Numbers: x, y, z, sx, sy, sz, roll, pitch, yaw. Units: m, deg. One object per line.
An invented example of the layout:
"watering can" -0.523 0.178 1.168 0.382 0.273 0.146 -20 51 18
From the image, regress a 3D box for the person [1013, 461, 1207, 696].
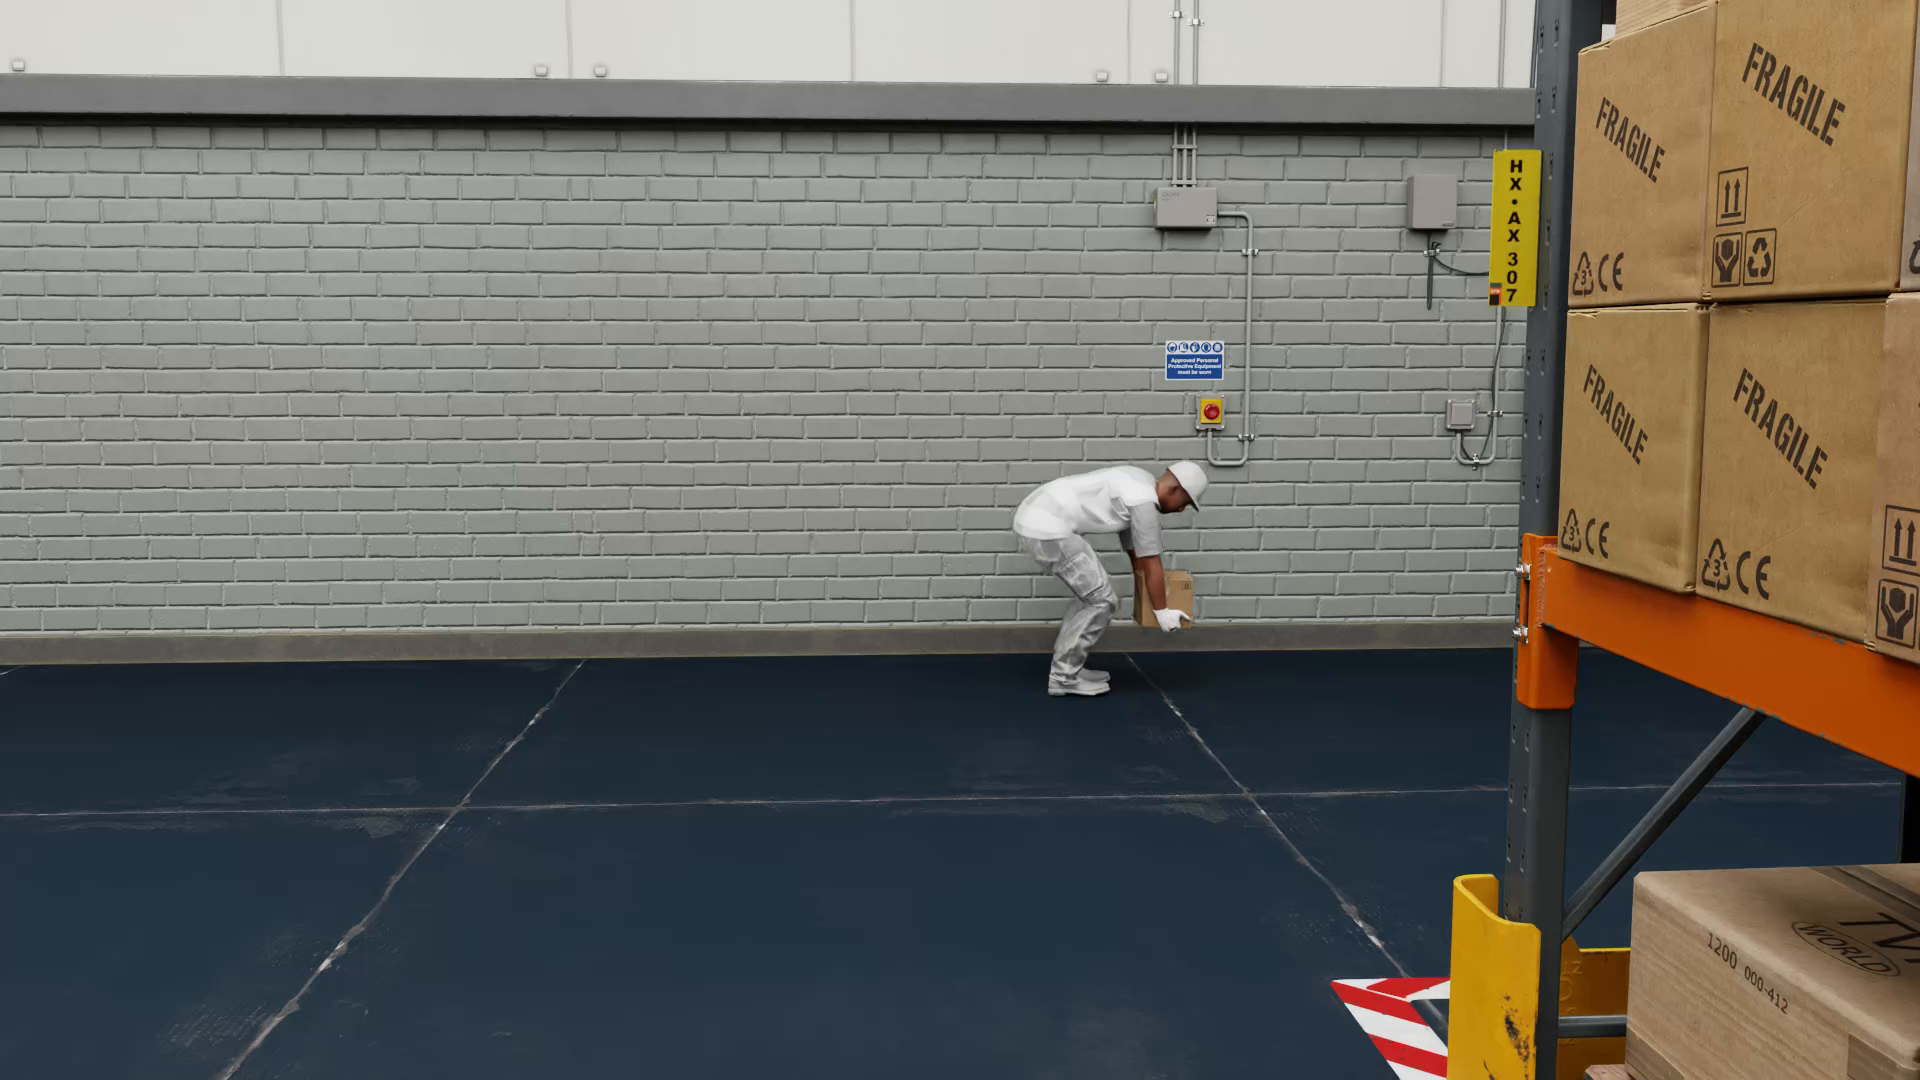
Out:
"person" 0.753 0.179 8.334 0.970 1.146 0.528 -1 7 -6
